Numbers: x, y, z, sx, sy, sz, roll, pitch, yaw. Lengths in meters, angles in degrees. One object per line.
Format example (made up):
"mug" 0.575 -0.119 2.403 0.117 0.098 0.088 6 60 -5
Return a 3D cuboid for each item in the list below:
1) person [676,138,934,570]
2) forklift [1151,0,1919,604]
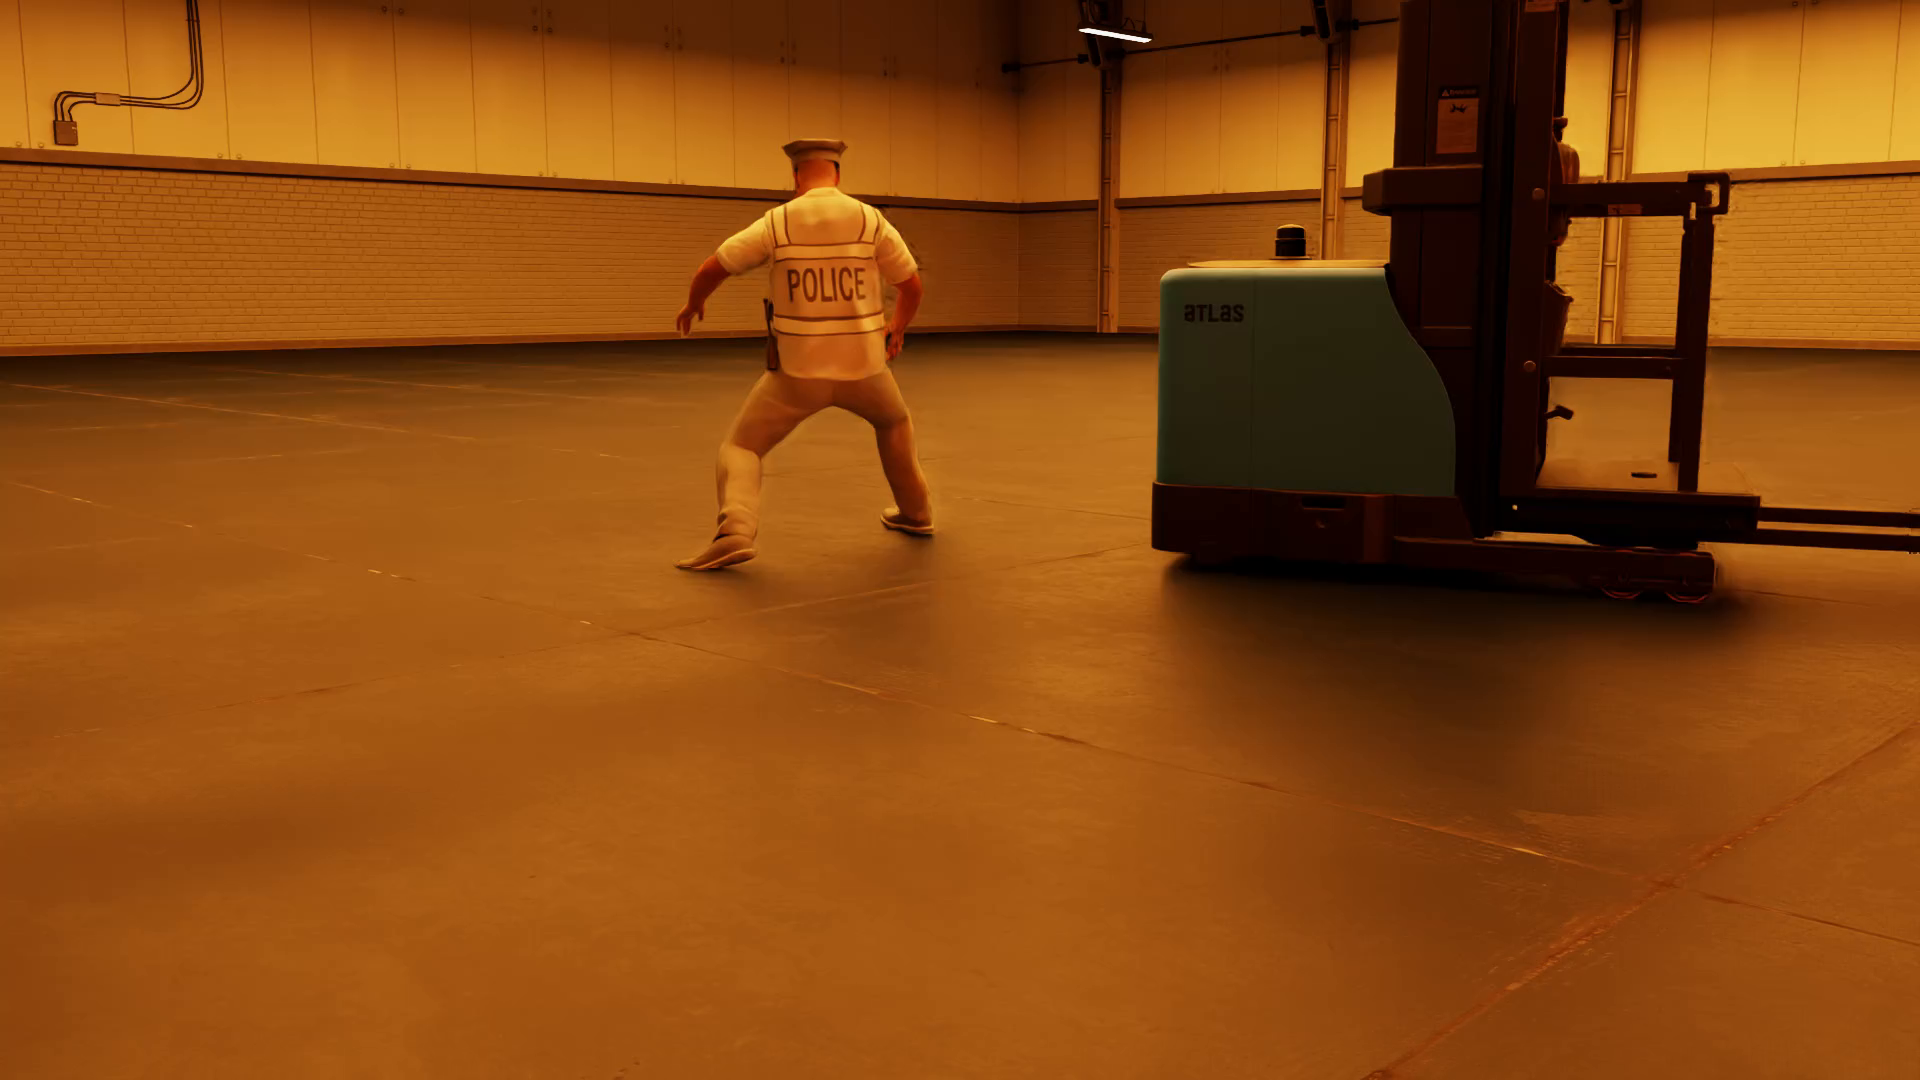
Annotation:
"person" -0.582 -0.719 6.393 1.066 1.601 0.975 -2 9 -12
"forklift" 2.268 -1.333 5.727 3.031 2.935 1.130 3 9 21
